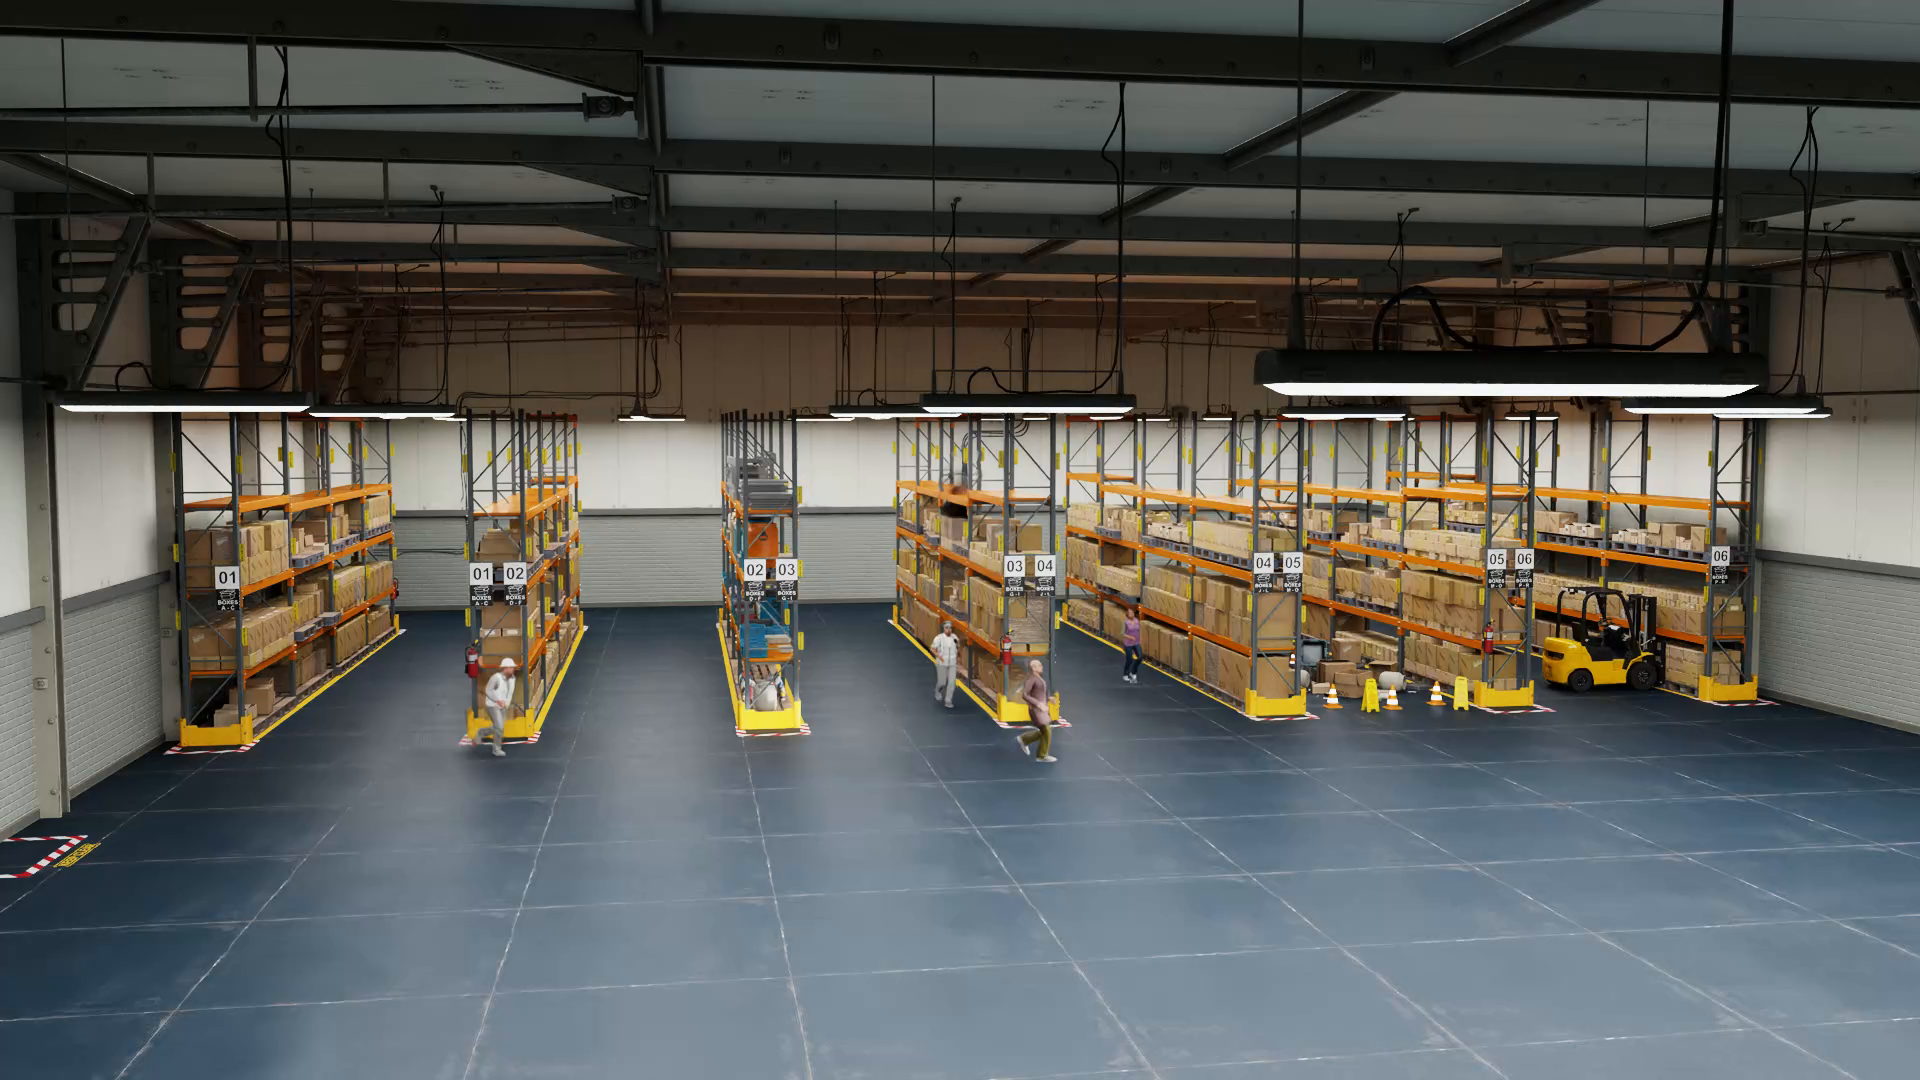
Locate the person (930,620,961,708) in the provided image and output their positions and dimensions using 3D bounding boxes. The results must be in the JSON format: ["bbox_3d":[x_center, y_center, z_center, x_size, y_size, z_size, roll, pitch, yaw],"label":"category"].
[{"bbox_3d":[-0.269,2.490,33.722,0.660,1.755,0.772,-1,4,-17],"label":"person"}]

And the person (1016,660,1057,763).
[{"bbox_3d":[1.283,2.890,28.175,0.754,1.730,0.713,2,4,22],"label":"person"}]

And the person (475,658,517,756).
[{"bbox_3d":[-8.056,2.882,28.908,0.873,1.701,0.655,2,5,28],"label":"person"}]

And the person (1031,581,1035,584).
[{"bbox_3d":[1.783,1.575,48.129,0.768,1.574,0.675,1,4,9],"label":"person"}]

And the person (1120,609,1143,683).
[{"bbox_3d":[3.664,2.251,35.385,0.545,1.563,0.631,-1,4,-18],"label":"person"}]
